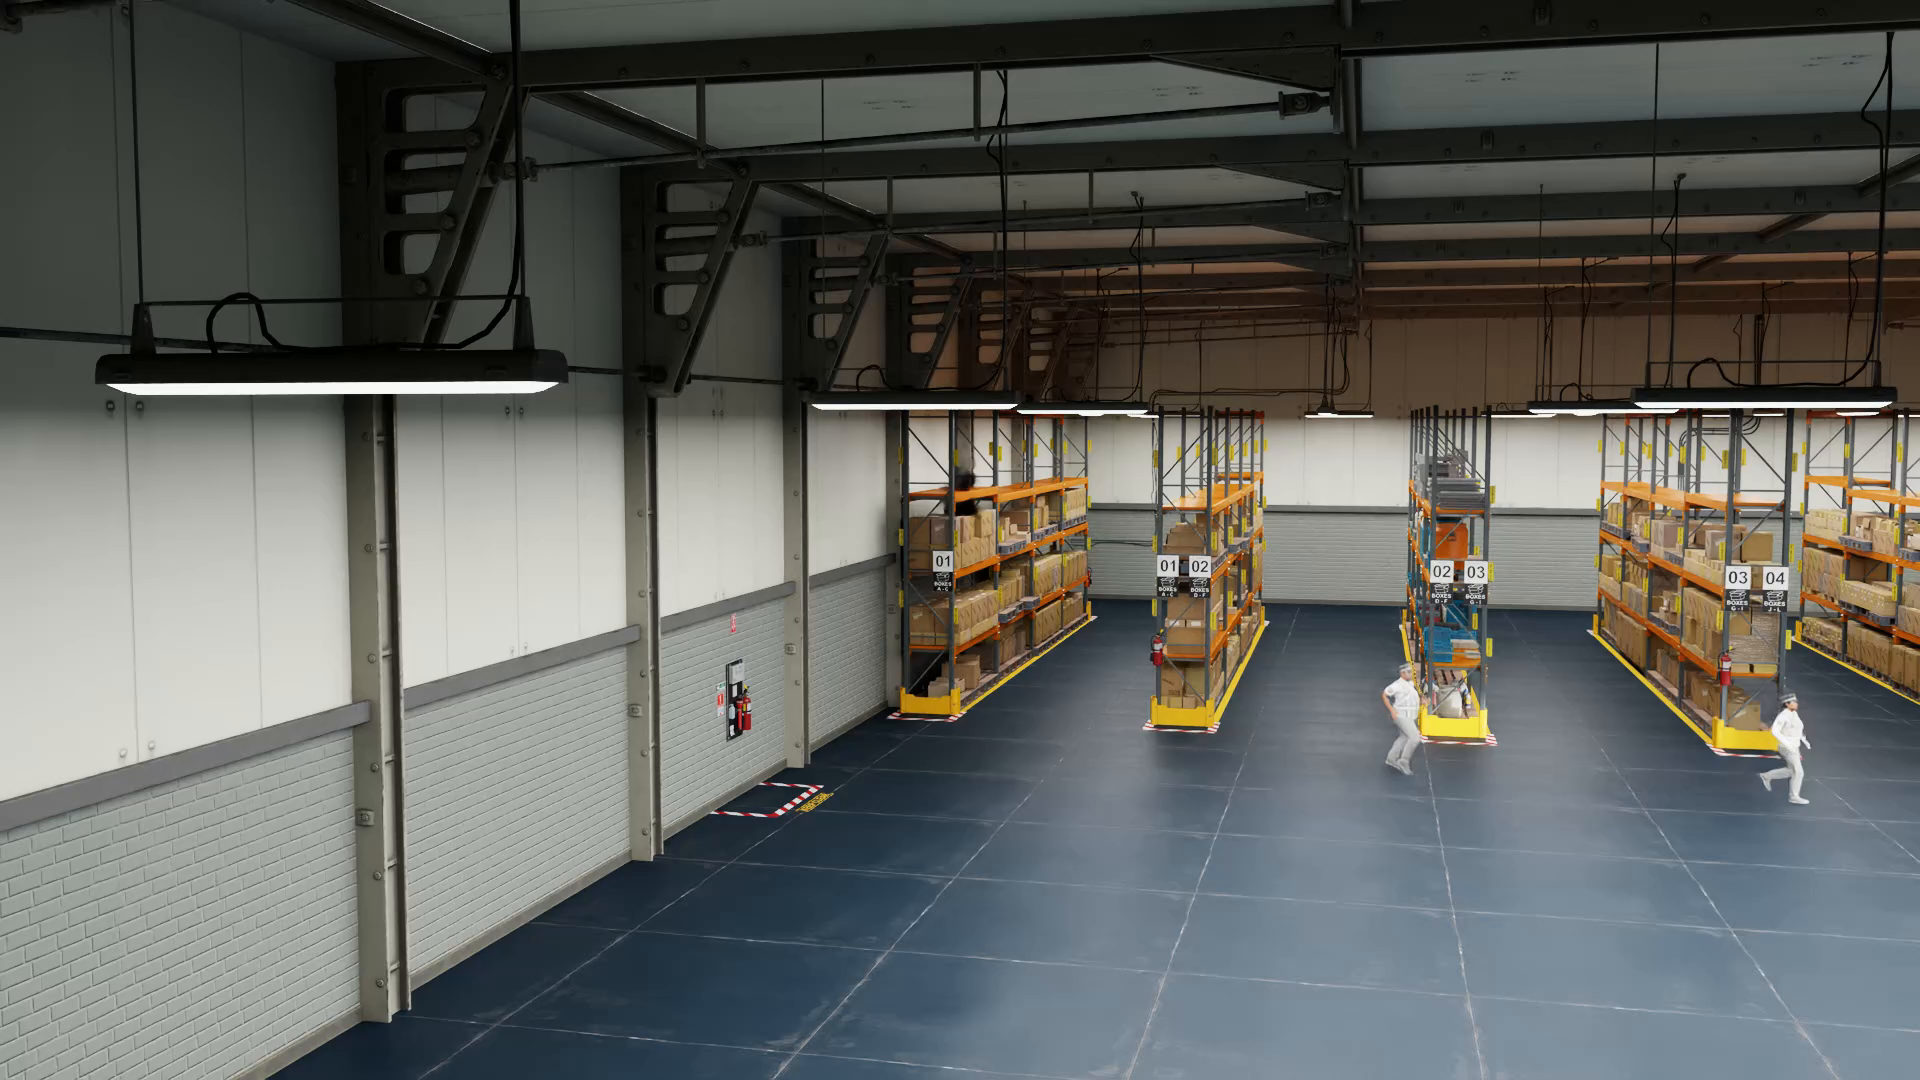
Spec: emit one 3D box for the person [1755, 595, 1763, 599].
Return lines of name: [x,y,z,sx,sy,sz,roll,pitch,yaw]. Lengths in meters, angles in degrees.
person: [20.383,1.818,42.513,0.714,1.761,0.730,2,4,24]

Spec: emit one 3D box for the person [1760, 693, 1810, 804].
person: [12.381,3.097,24.956,0.654,1.652,0.740,-4,6,-44]

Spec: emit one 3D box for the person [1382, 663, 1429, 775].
person: [7.262,2.908,27.045,0.732,1.828,0.635,3,5,38]
